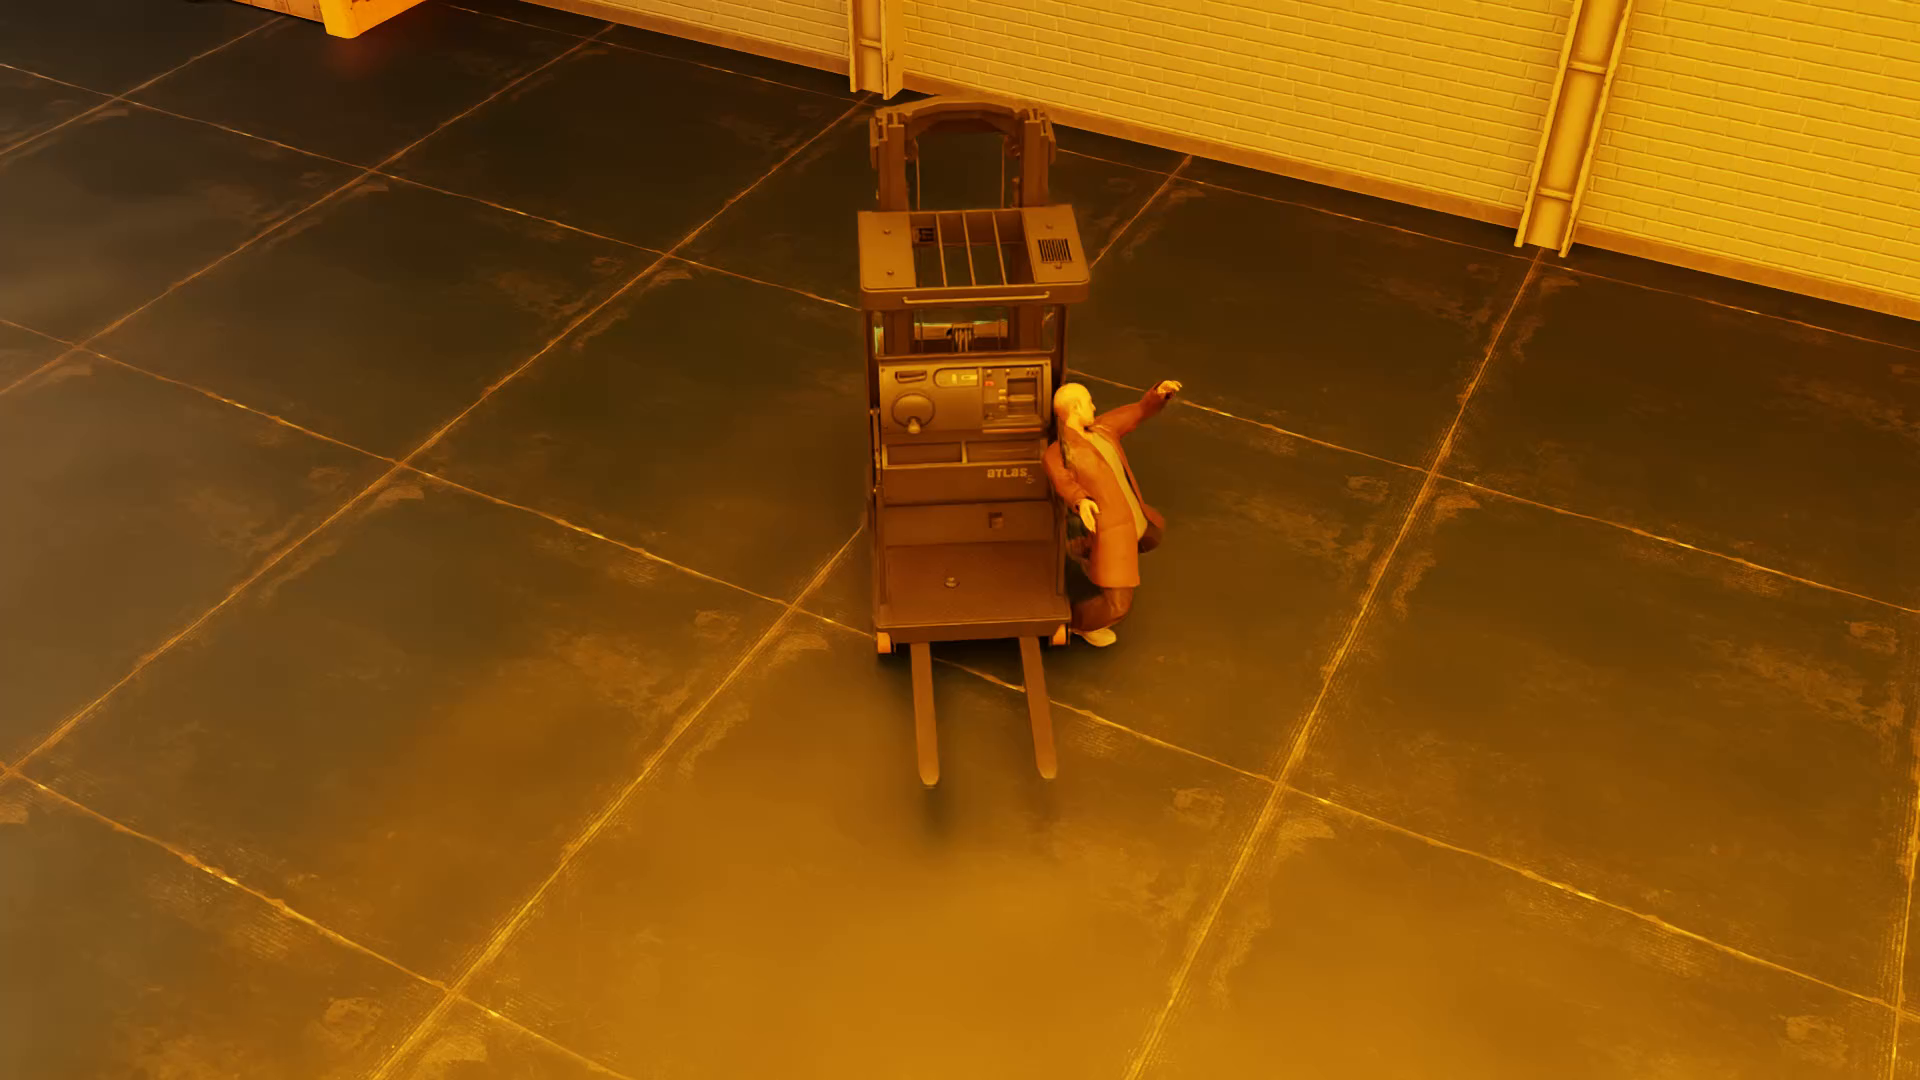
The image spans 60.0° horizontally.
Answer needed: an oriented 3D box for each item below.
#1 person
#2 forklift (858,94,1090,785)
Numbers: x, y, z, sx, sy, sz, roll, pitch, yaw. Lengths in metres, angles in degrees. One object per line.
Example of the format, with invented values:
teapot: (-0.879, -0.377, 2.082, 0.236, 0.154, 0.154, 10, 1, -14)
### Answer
person: (0.707, -0.089, 9.048, 0.699, 1.640, 1.107, 16, 43, 18)
forklift: (0.046, -0.696, 8.813, 1.130, 2.935, 3.031, -3, 40, -3)
